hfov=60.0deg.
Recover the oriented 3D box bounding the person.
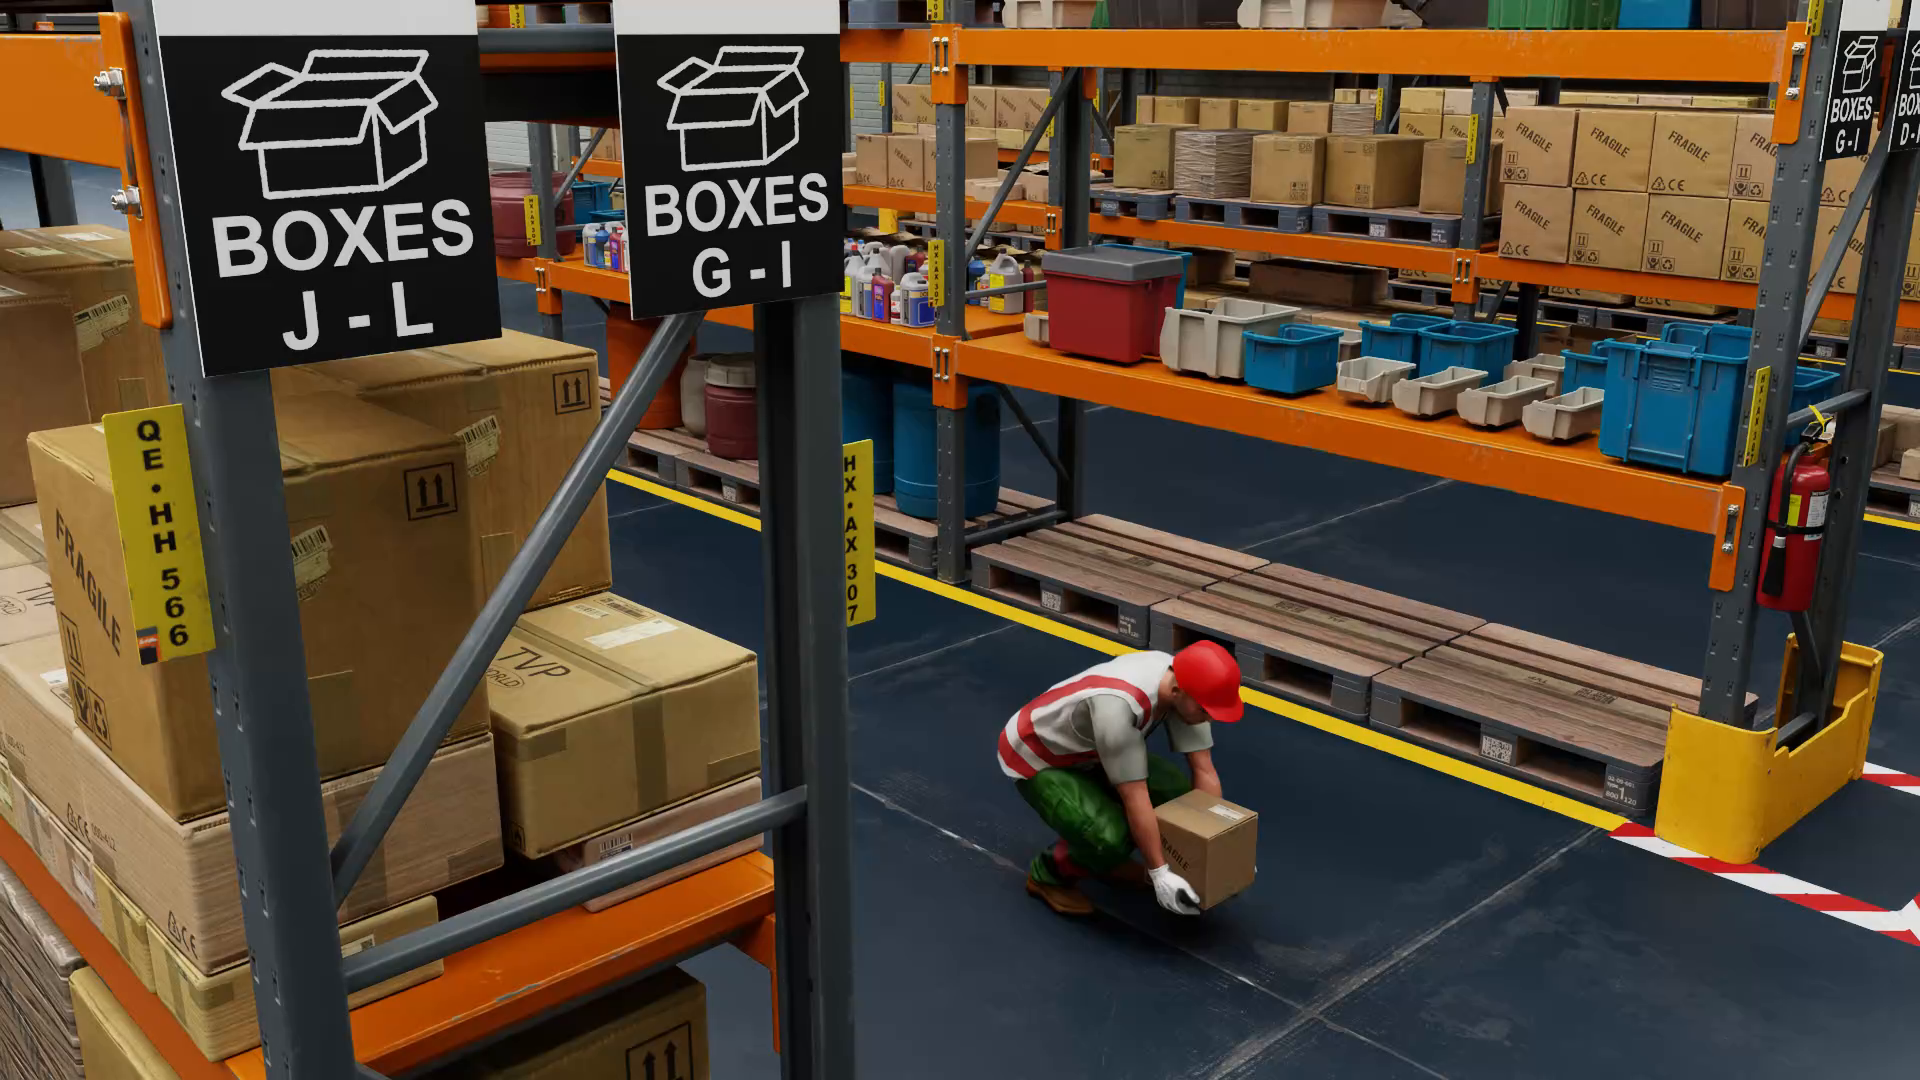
[{"bbox_3d":[0.541,0.744,5.447,0.548,1.000,0.886,-16,23,-42],"label":"person"}]
